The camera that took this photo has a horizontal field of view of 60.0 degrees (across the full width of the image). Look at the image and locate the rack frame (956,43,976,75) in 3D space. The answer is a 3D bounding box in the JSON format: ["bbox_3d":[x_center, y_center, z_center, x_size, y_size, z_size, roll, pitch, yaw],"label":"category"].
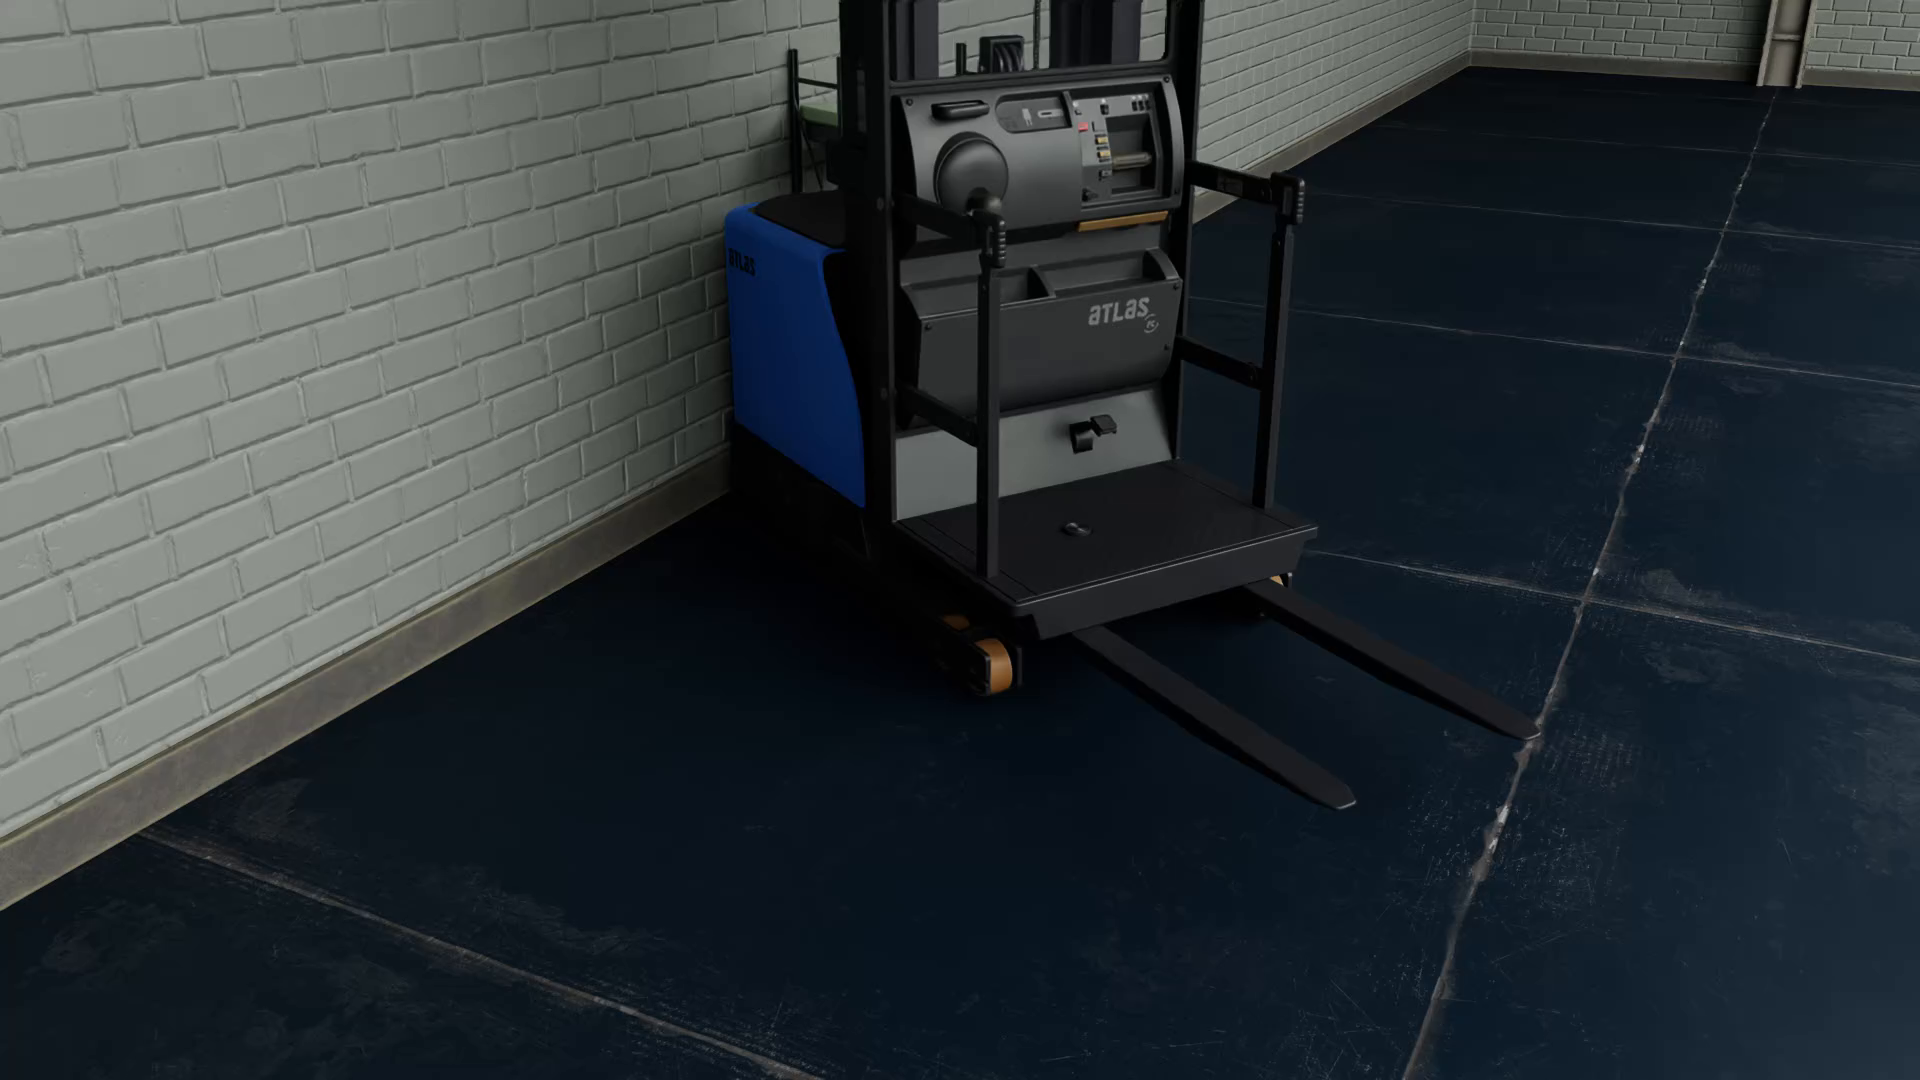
[{"bbox_3d":[0.098,-1.169,6.562,0.023,1.500,0.400,-12,24,-31],"label":"rack frame"}]

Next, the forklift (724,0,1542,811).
[{"bbox_3d":[0.362,-1.111,4.618,1.130,2.935,3.031,-13,26,-28],"label":"forklift"}]

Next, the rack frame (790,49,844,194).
[{"bbox_3d":[-0.516,-1.033,6.188,0.023,1.500,0.400,-12,24,-31],"label":"rack frame"}]

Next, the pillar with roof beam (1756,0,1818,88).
[{"bbox_3d":[5.999,-7.050,10.830,0.400,9.000,9.100,11,25,25],"label":"pillar with roof beam"}]

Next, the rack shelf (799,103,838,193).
[{"bbox_3d":[-0.206,-1.466,6.237,0.720,0.370,0.431,-12,24,-31],"label":"rack shelf"}]

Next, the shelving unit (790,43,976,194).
[{"bbox_3d":[-0.209,-1.101,6.375,0.755,1.500,0.431,-12,24,-31],"label":"shelving unit"}]
